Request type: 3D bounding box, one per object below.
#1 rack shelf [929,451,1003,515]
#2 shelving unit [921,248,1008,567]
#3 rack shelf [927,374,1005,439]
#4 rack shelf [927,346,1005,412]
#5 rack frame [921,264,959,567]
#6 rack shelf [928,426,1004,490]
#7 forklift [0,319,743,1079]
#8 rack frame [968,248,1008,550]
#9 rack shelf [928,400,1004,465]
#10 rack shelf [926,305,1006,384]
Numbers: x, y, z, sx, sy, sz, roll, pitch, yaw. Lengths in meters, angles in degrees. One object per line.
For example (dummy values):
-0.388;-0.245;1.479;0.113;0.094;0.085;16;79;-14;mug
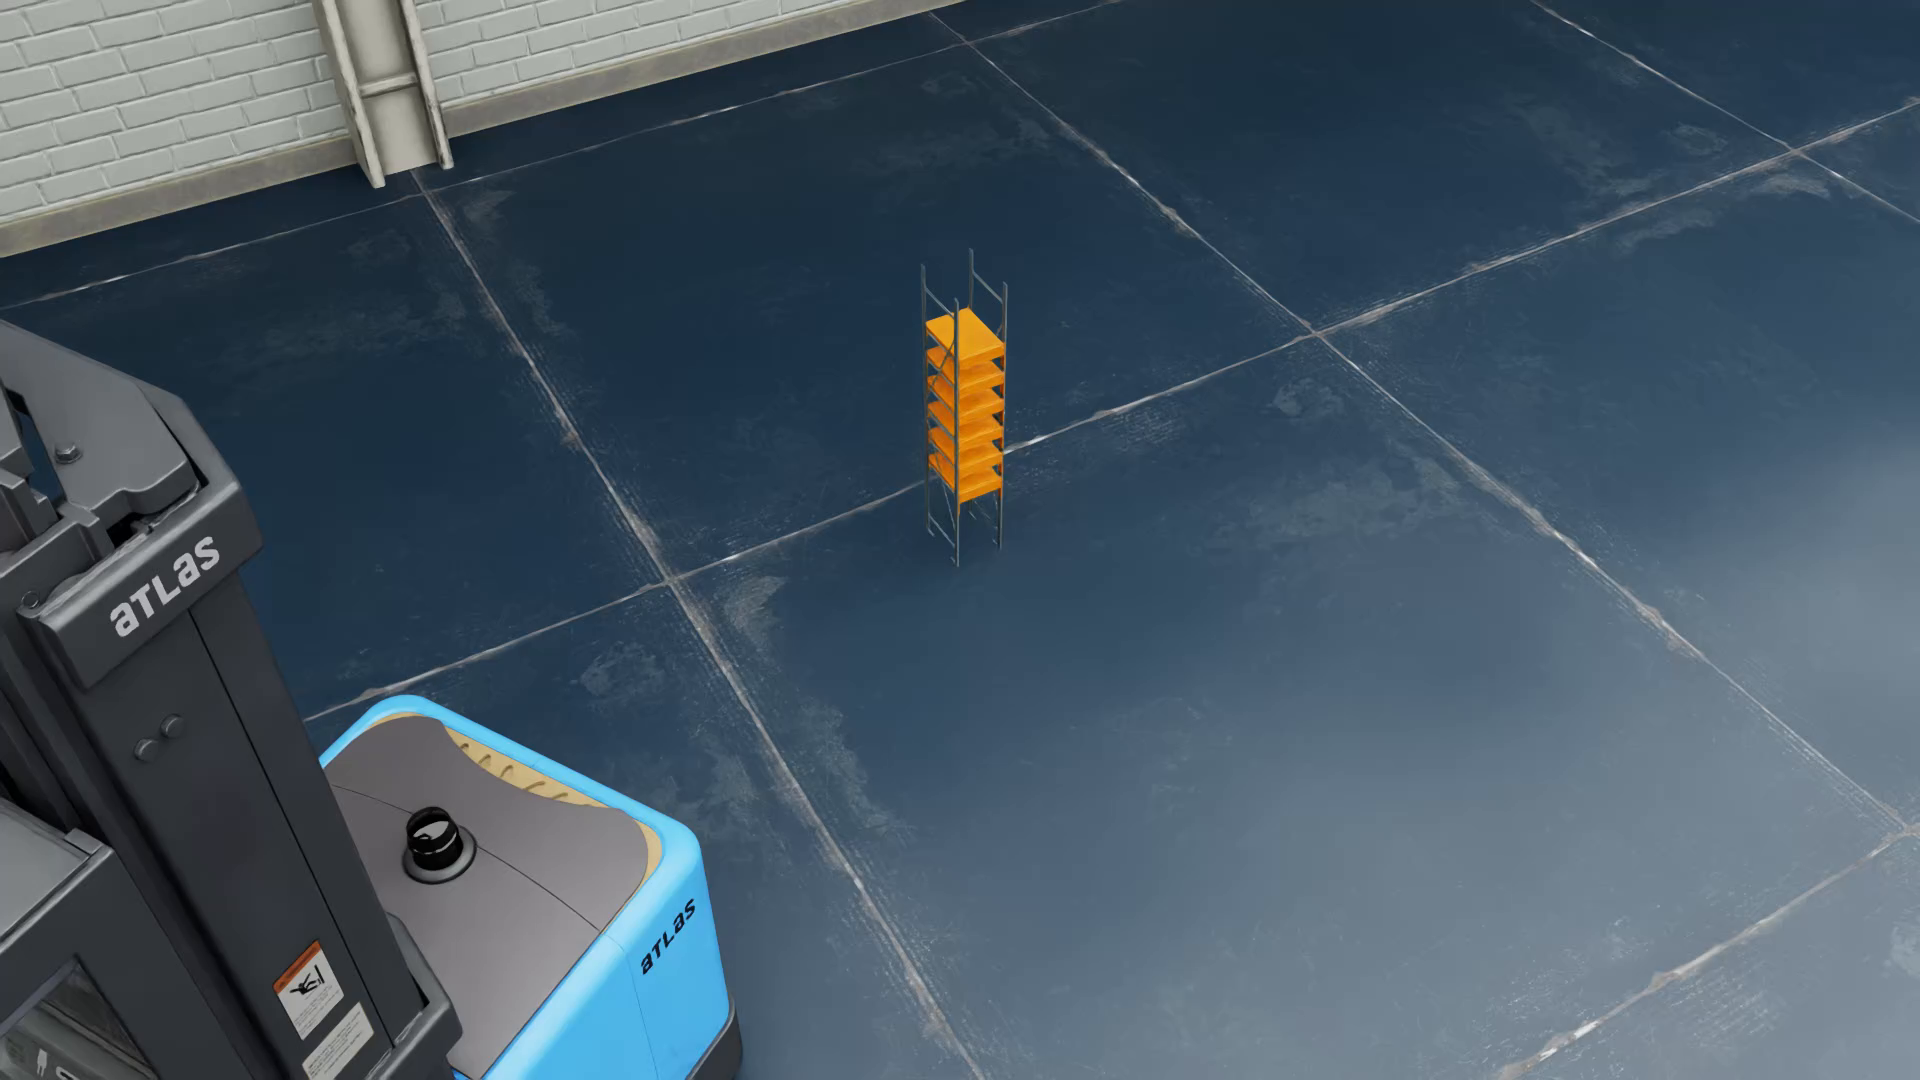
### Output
0.013;-0.231;6.035;0.180;0.103;0.258;-22;48;-21;rack shelf
0.013;-0.436;5.837;0.189;1.200;0.258;-22;48;-21;shelving unit
0.013;-0.490;5.785;0.180;0.103;0.258;-22;48;-21;rack shelf
0.013;-0.576;5.701;0.180;0.103;0.258;-22;48;-21;rack shelf
-0.067;-0.404;5.805;0.006;1.200;0.240;-22;48;-21;rack frame
0.013;-0.318;5.952;0.180;0.103;0.258;-22;48;-21;rack shelf
-1.764;1.158;2.952;1.130;2.935;3.031;21;48;20;forklift
0.092;-0.467;5.870;0.006;1.200;0.240;-22;48;-21;rack frame
0.013;-0.404;5.868;0.180;0.103;0.258;-22;48;-21;rack shelf
0.013;-0.662;5.618;0.180;0.103;0.258;-22;48;-21;rack shelf
